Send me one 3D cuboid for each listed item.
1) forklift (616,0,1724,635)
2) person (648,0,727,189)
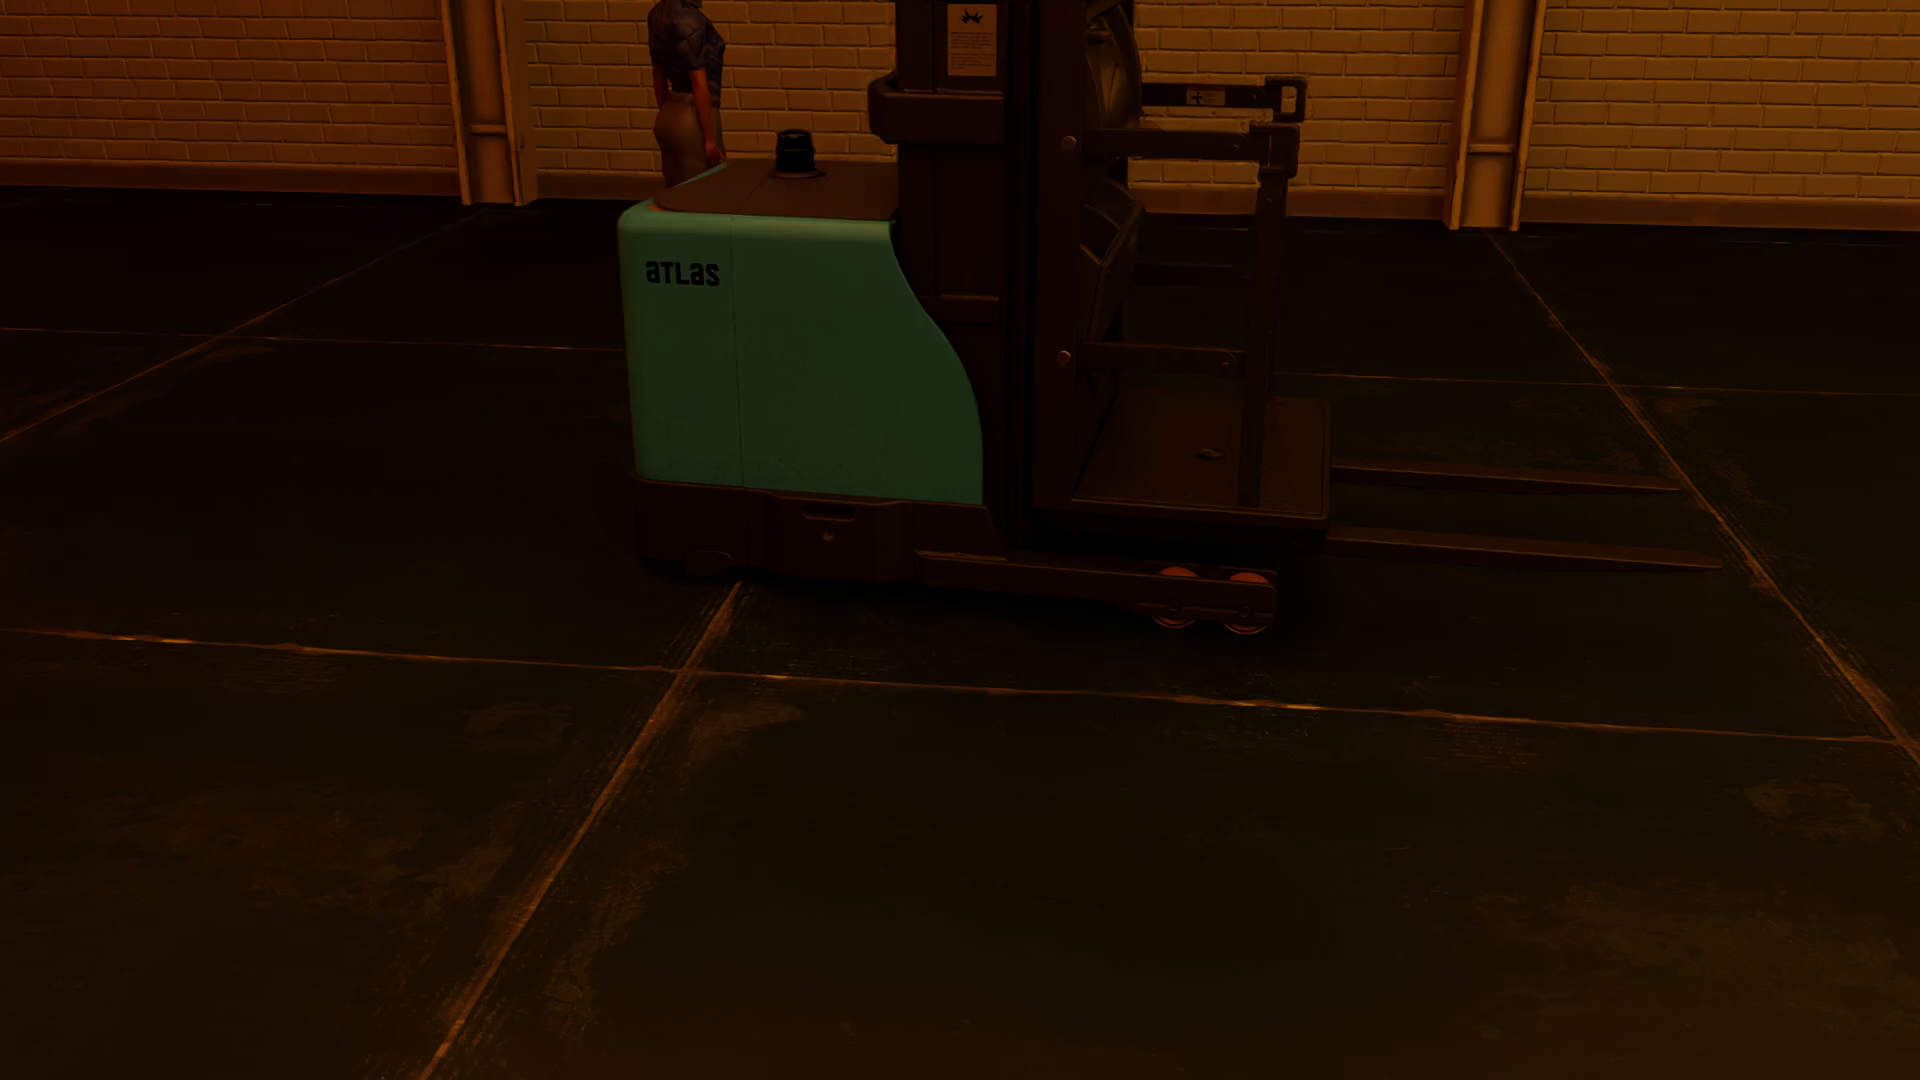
[{"bbox_3d":[0.610,-1.318,4.527,3.031,2.935,1.130,4,22,11],"label":"forklift"},{"bbox_3d":[-1.201,-1.846,7.545,0.329,1.662,0.457,-13,26,-30],"label":"person"}]
